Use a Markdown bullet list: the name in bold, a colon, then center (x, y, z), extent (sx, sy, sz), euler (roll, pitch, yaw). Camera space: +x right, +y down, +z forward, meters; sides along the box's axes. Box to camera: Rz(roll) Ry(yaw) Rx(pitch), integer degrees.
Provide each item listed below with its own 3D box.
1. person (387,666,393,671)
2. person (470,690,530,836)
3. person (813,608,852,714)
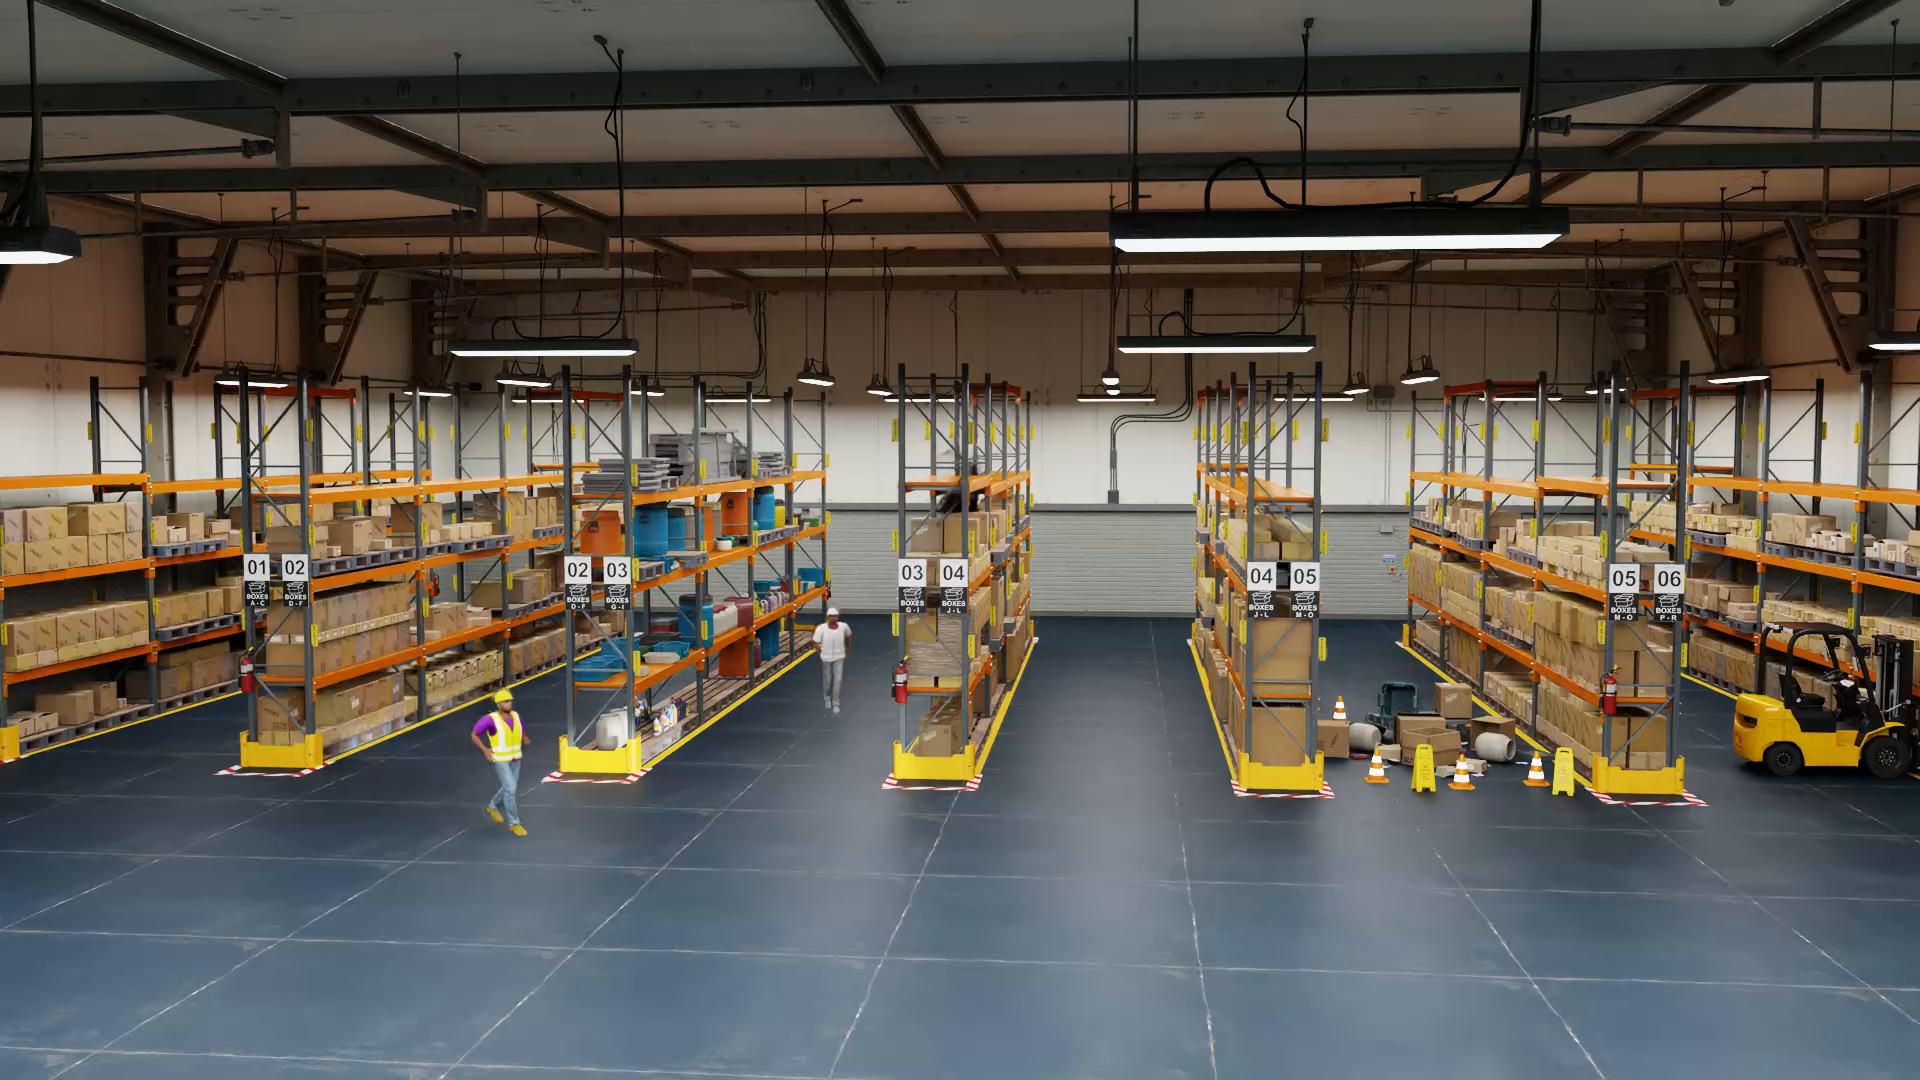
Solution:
- **person**: center (-11.056, 2.035, 32.211), extent (0.648, 1.845, 0.799), euler (0, 4, 7)
- **person**: center (-5.710, 2.768, 20.861), extent (0.852, 1.776, 0.694), euler (3, 4, 34)
- **person**: center (-2.158, 2.029, 28.216), extent (0.681, 1.787, 0.880), euler (-1, 4, -9)
